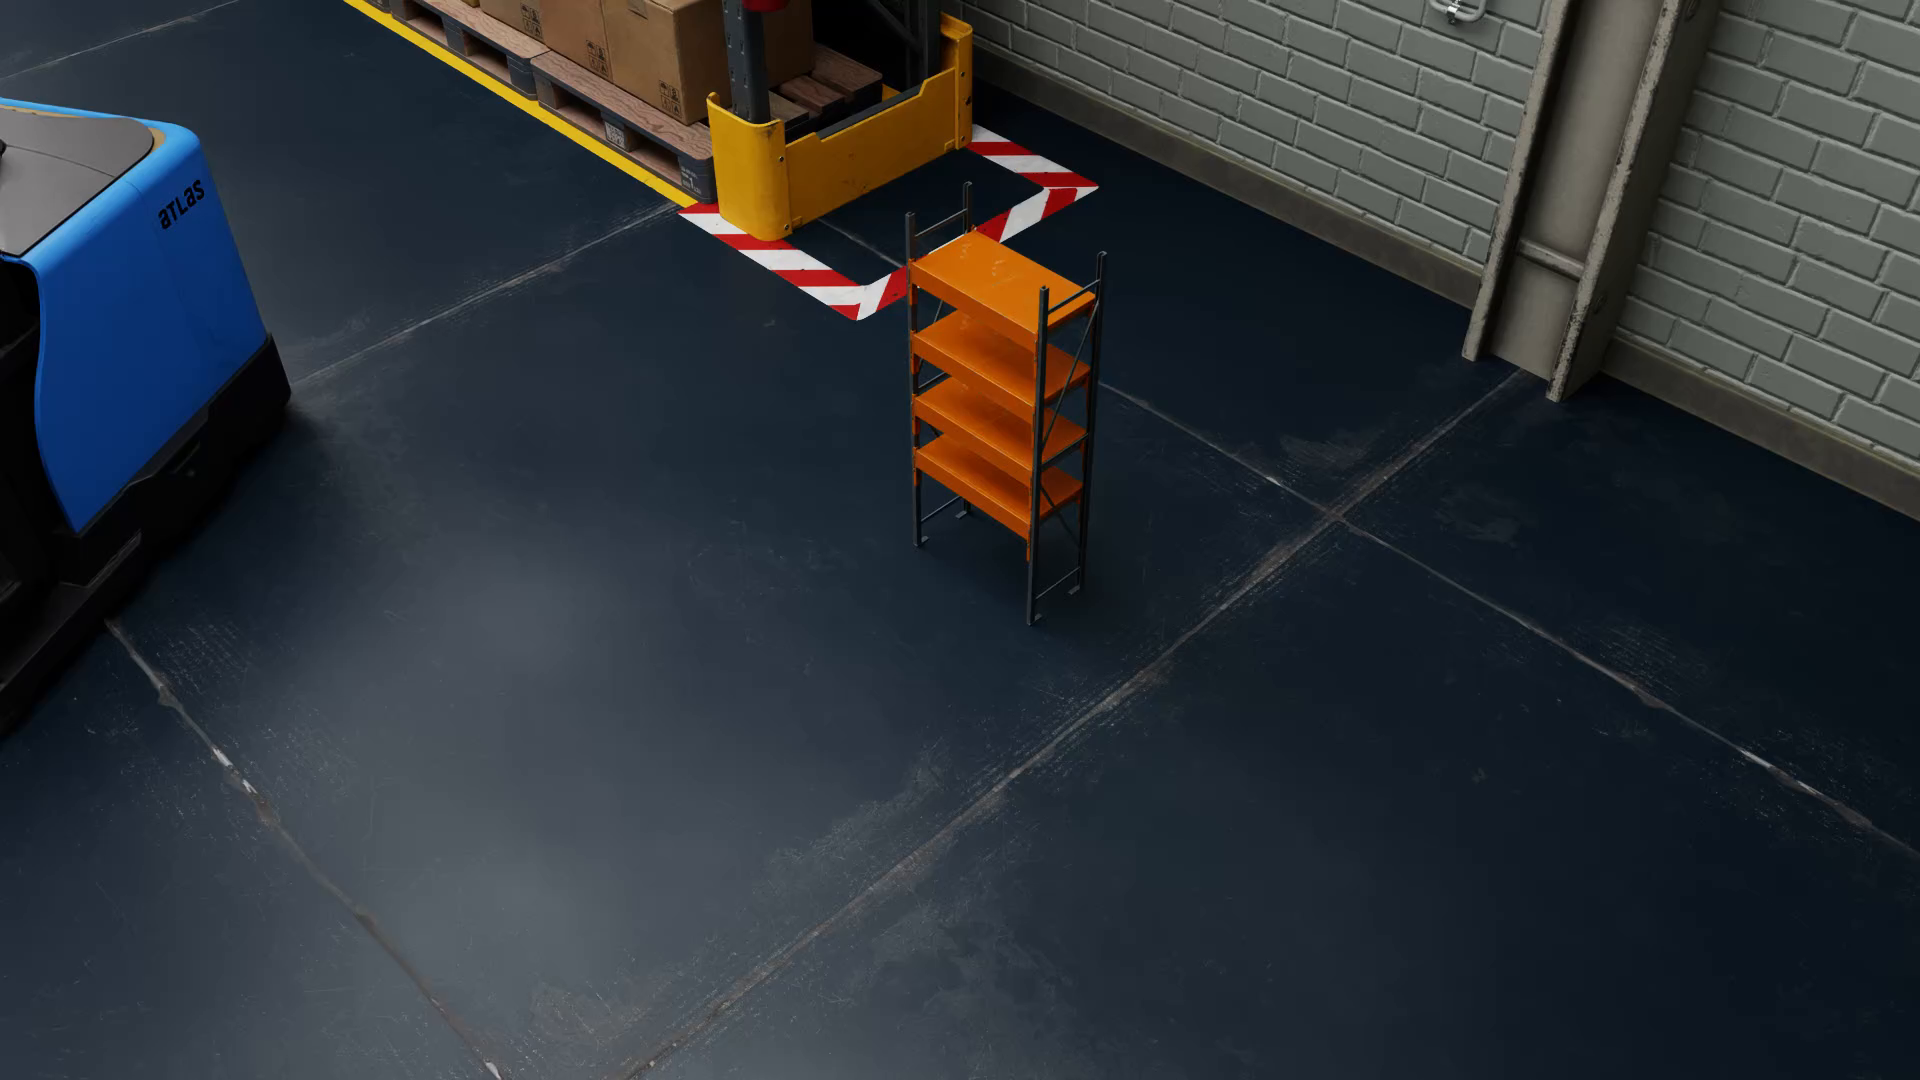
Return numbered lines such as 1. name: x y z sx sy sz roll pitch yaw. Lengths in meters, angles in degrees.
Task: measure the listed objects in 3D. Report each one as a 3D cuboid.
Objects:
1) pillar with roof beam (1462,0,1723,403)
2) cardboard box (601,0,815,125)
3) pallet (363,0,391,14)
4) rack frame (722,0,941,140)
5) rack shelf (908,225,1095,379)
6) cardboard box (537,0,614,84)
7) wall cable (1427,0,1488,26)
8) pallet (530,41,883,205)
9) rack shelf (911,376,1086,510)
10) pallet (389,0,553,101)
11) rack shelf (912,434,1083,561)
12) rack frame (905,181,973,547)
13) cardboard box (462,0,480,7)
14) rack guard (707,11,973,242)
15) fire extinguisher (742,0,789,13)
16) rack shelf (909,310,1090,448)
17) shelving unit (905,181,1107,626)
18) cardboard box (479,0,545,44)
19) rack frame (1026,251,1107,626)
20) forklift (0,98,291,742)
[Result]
1. pillar with roof beam: -1.003 -1.883 0.657 9.100 9.000 0.400 -34 53 -31
2. cardboard box: -1.039 -2.151 6.900 0.700 0.500 0.500 -34 53 -31
3. pallet: -2.817 -3.121 8.472 1.003 0.211 1.213 -34 53 -31
4. rack frame: -0.474 -2.626 5.882 1.000 3.000 0.127 -34 53 -31
5. rack shelf: 0.117 -0.650 4.490 0.258 0.148 0.480 -34 53 -31
6. cardboard box: -1.392 -2.391 7.160 0.500 0.500 0.700 34 53 31
7. wall cable: 1.100 -2.837 5.362 0.084 1.984 1.851 -34 53 -31
8. pallet: -1.094 -1.949 7.203 1.003 0.211 1.213 -34 53 -31
9. rack shelf: 0.117 -0.312 4.802 0.258 0.148 0.480 -34 53 -31
10. pallet: -1.951 -2.535 7.838 1.003 0.211 1.213 -34 53 -31
11. rack shelf: 0.117 -0.166 4.937 0.258 0.148 0.480 -34 53 -31
12. rack frame: -0.055 -0.478 4.884 0.240 1.200 0.015 -34 53 -31
13. cardboard box: -2.130 -2.885 7.694 0.700 0.500 0.500 -33 52 -30
14. rack guard: -0.457 -1.696 6.718 1.175 0.500 0.348 -34 53 -31
15. fire extinguisher: -0.694 -2.167 5.717 0.296 0.674 0.183 -34 53 -31
16. rack shelf: 0.117 -0.476 4.651 0.258 0.148 0.480 -34 53 -31
17. shelving unit: 0.117 -0.361 4.757 0.258 1.200 0.503 -34 53 -31
18. cardboard box: -1.748 -2.632 7.421 0.500 0.500 0.700 32 52 30
19. rack frame: 0.289 -0.244 4.630 0.240 1.200 0.015 -34 53 -31
20. forklift: -3.168 -0.662 3.806 1.130 2.935 3.031 11 44 11
